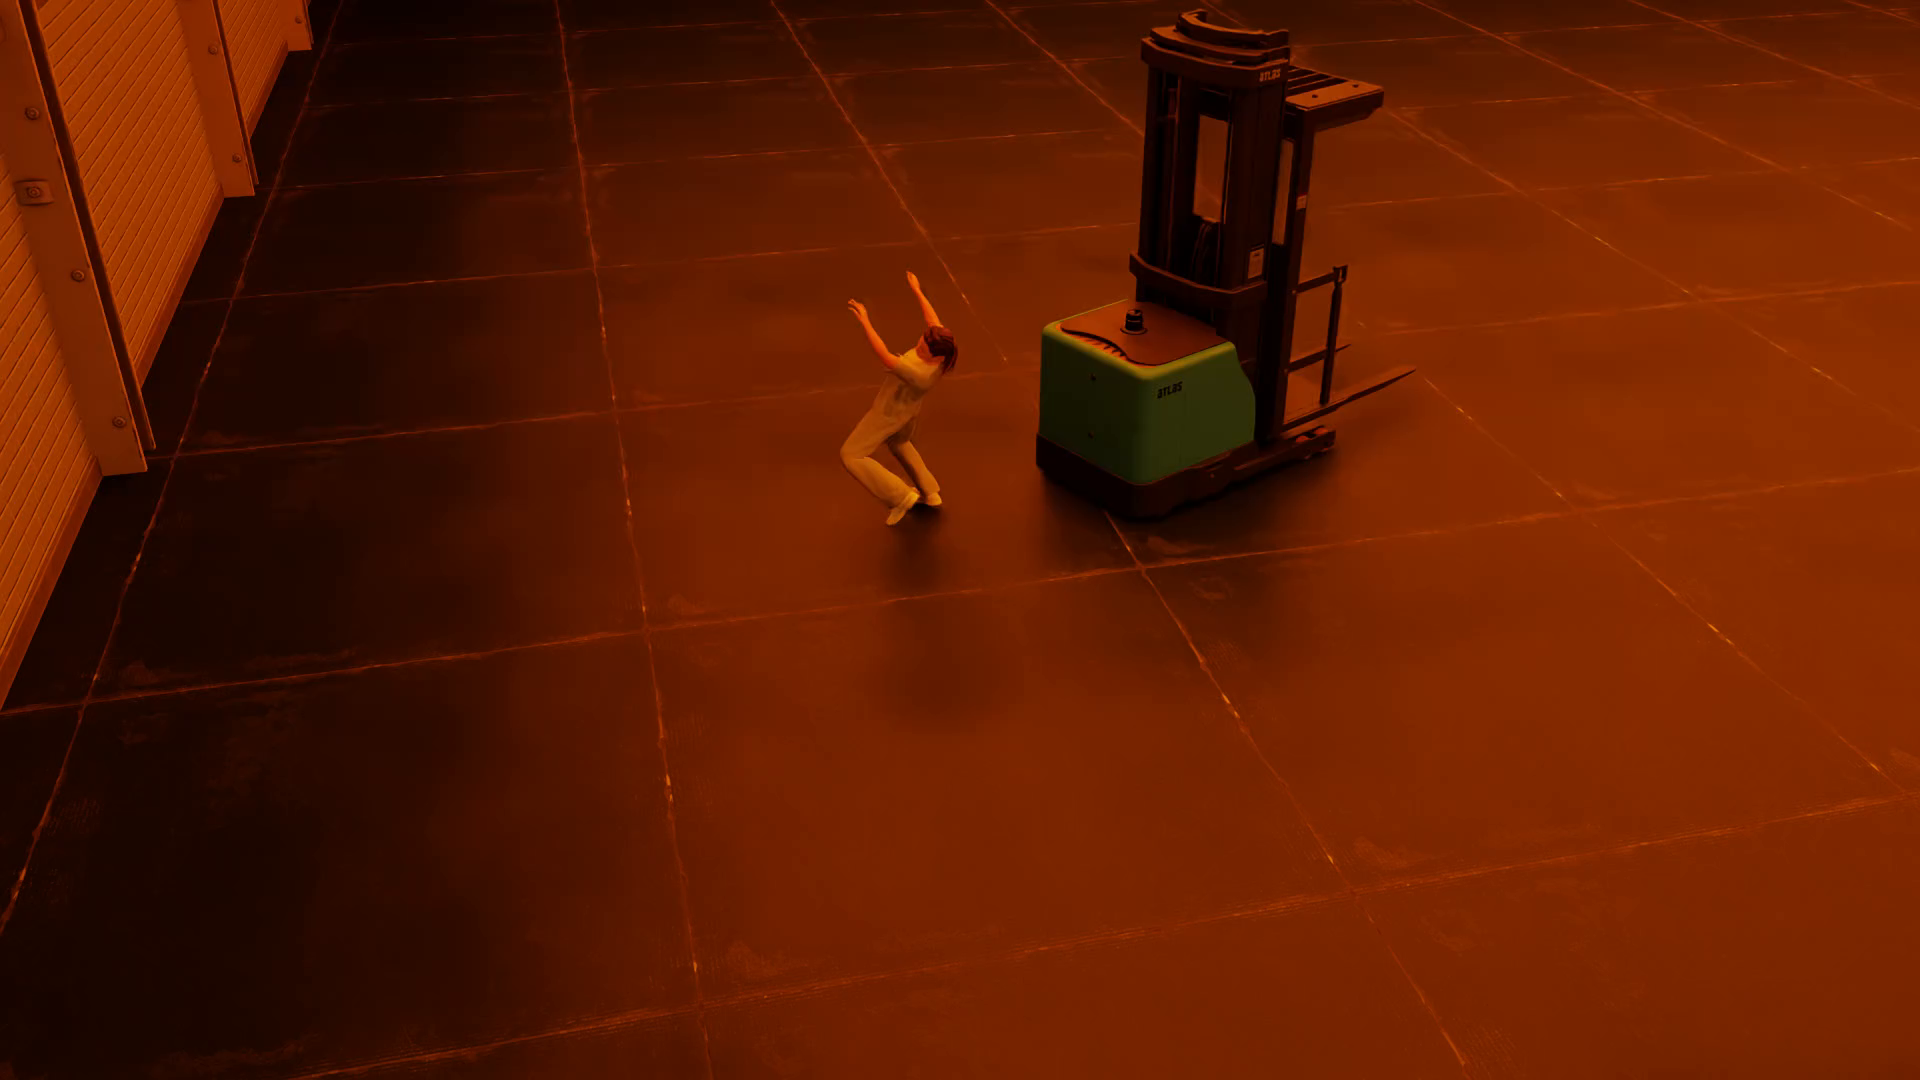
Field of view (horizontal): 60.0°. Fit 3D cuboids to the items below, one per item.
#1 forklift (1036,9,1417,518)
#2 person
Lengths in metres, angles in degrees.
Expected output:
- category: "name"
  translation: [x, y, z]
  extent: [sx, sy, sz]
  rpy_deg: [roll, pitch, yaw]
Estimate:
- category: "forklift"
  translation: [1.980, -2.002, 11.033]
  extent: [3.031, 2.935, 1.130]
  rpy_deg: [-22, 37, -33]
- category: "person"
  translation: [-0.295, -0.880, 10.443]
  extent: [0.692, 1.556, 0.880]
  rpy_deg: [15, 33, 24]
